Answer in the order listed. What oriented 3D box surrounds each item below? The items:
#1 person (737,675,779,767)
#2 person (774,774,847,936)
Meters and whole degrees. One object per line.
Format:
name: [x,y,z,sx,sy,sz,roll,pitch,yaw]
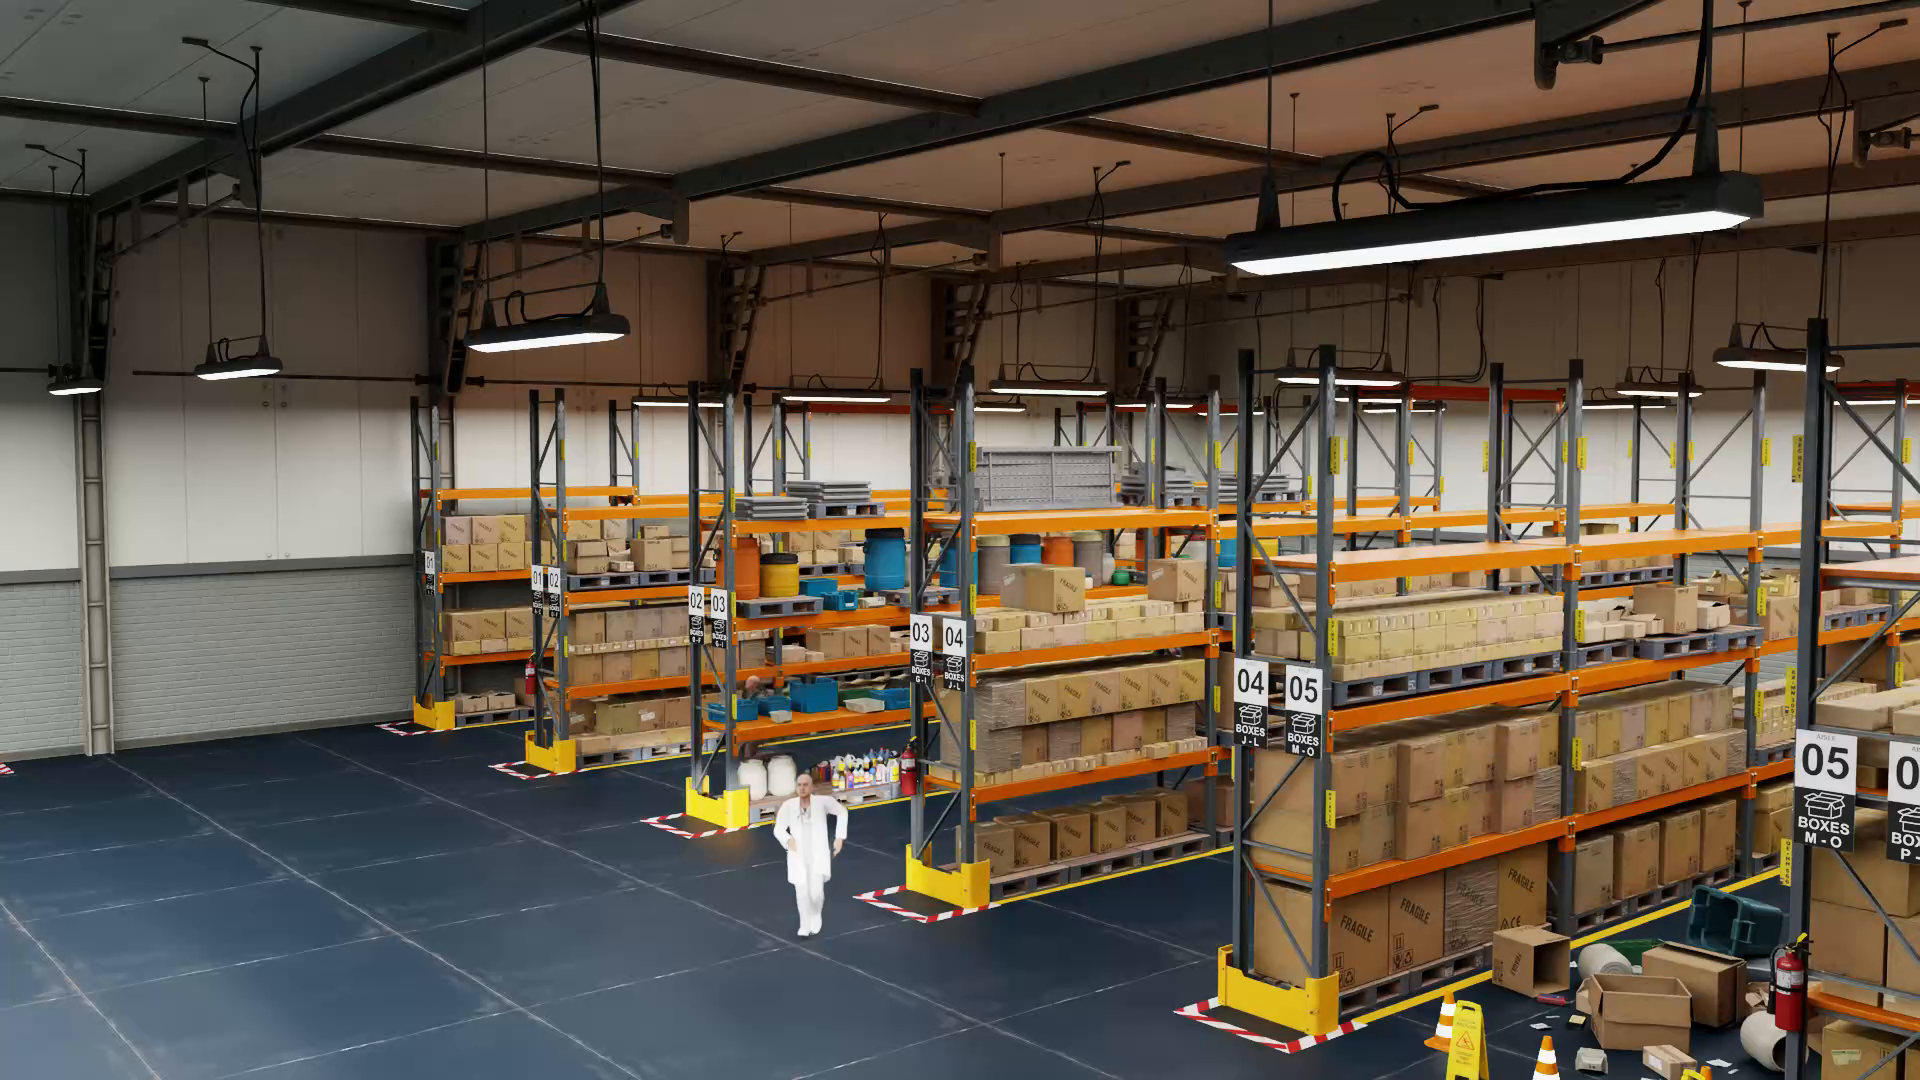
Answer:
person: [-3.081,2.867,25.016,0.645,1.669,0.677,-3,4,-38]
person: [-1.549,3.272,17.138,0.729,1.730,0.822,0,3,4]
